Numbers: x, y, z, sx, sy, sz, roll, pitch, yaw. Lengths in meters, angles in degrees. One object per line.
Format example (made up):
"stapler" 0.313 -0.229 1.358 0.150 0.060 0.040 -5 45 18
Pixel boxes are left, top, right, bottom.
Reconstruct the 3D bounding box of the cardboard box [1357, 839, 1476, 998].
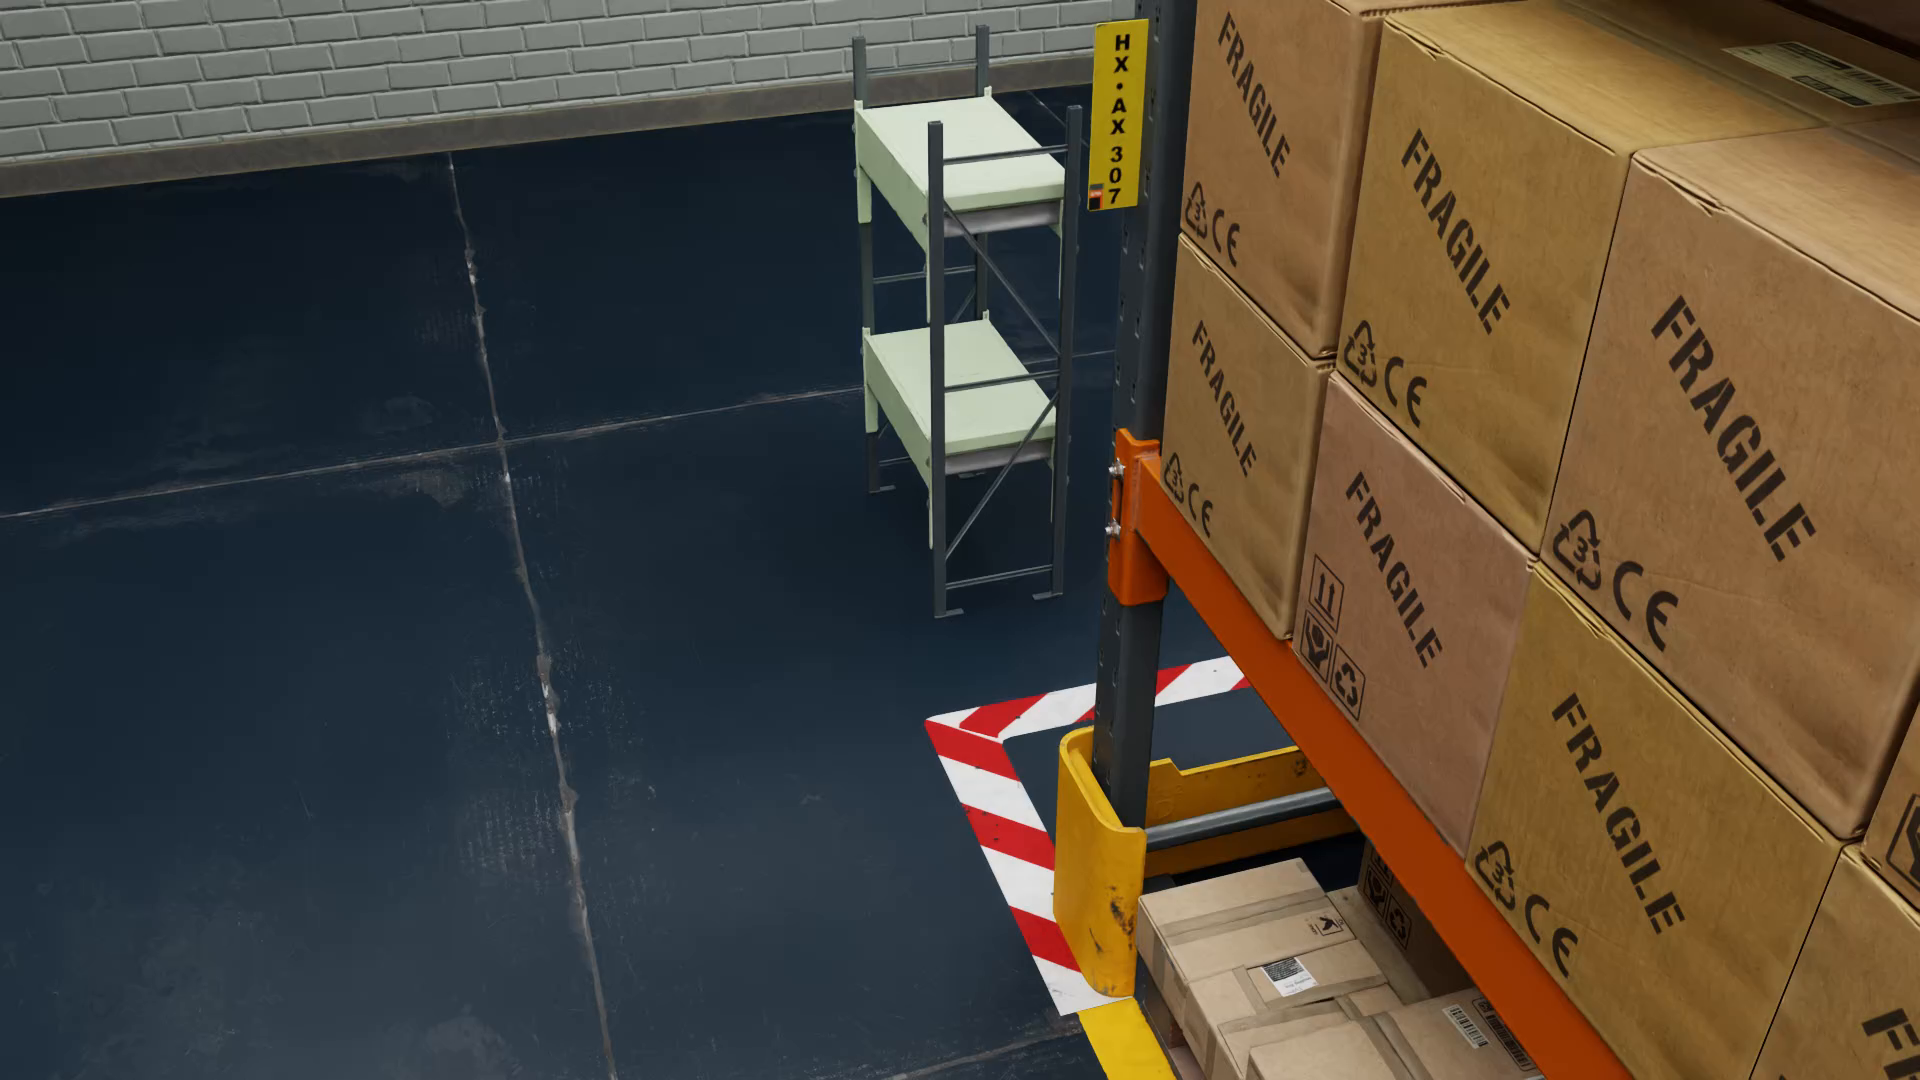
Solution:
"cardboard box" 1.188 0.653 3.409 0.500 0.500 0.500 -10 35 -15

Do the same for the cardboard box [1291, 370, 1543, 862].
"cardboard box" 0.835 0.056 2.354 0.500 0.500 0.500 -10 35 -15

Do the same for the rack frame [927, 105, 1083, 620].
"rack frame" 0.114 -0.430 4.540 0.400 1.500 0.023 -10 35 -15

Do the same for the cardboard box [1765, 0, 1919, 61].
"cardboard box" 1.340 -0.456 2.222 0.500 0.500 0.500 -9 35 -13

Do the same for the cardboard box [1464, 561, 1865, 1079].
"cardboard box" 0.985 0.320 1.955 0.500 0.500 0.500 -10 35 -15

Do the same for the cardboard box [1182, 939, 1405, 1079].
"cardboard box" 0.665 0.957 3.251 0.380 0.166 0.250 -10 35 -15

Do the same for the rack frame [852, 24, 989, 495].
"rack frame" -0.110 -0.814 5.122 0.400 1.500 0.023 -10 35 -15

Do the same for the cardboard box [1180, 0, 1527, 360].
"cardboard box" 0.672 -0.632 2.487 0.500 0.500 0.500 -9 35 -13

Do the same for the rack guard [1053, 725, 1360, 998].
"rack guard" 0.811 0.633 3.839 1.175 0.500 0.348 -10 35 -15

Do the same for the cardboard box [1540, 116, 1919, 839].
"cardboard box" 0.987 -0.095 1.675 0.500 0.500 0.500 -10 35 -14

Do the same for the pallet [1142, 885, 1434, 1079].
"pallet" 1.055 1.172 3.285 1.003 0.211 1.213 -10 35 -15

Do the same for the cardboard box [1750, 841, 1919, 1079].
"cardboard box" 1.136 0.582 1.557 0.500 0.500 0.500 -10 35 -14

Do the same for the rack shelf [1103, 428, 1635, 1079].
"rack shelf" 1.398 0.900 1.819 1.077 0.370 4.000 -10 35 -15

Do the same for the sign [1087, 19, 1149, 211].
"sign" 0.271 -0.720 2.833 0.100 0.325 0.005 -10 35 -15

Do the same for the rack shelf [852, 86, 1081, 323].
"rack shelf" 0.002 -0.948 4.616 0.431 0.370 0.720 -10 35 -15

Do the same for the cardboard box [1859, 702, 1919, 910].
"cardboard box" 1.143 0.172 1.272 0.500 0.500 0.500 -10 35 -15

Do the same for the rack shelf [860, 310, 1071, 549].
"rack shelf" 0.002 -0.350 5.011 0.431 0.370 0.720 -10 35 -15

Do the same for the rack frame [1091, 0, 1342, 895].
"rack frame" 0.788 -0.450 3.210 1.000 3.000 0.127 -10 35 -15

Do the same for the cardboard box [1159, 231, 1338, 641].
"cardboard box" 0.672 -0.214 2.763 0.500 0.500 0.500 -9 35 -14

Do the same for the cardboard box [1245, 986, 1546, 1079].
"cardboard box" 0.836 1.109 2.945 0.500 0.250 0.500 -10 35 -15

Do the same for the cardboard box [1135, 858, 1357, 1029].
"cardboard box" 0.588 0.834 3.455 0.380 0.149 0.250 -10 35 -15

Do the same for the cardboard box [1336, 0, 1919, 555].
"cardboard box" 0.839 -0.358 2.074 0.500 0.500 0.500 -10 35 -14

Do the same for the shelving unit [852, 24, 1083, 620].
"shelving unit" 0.002 -0.622 4.831 0.431 1.500 0.755 -10 35 -15
